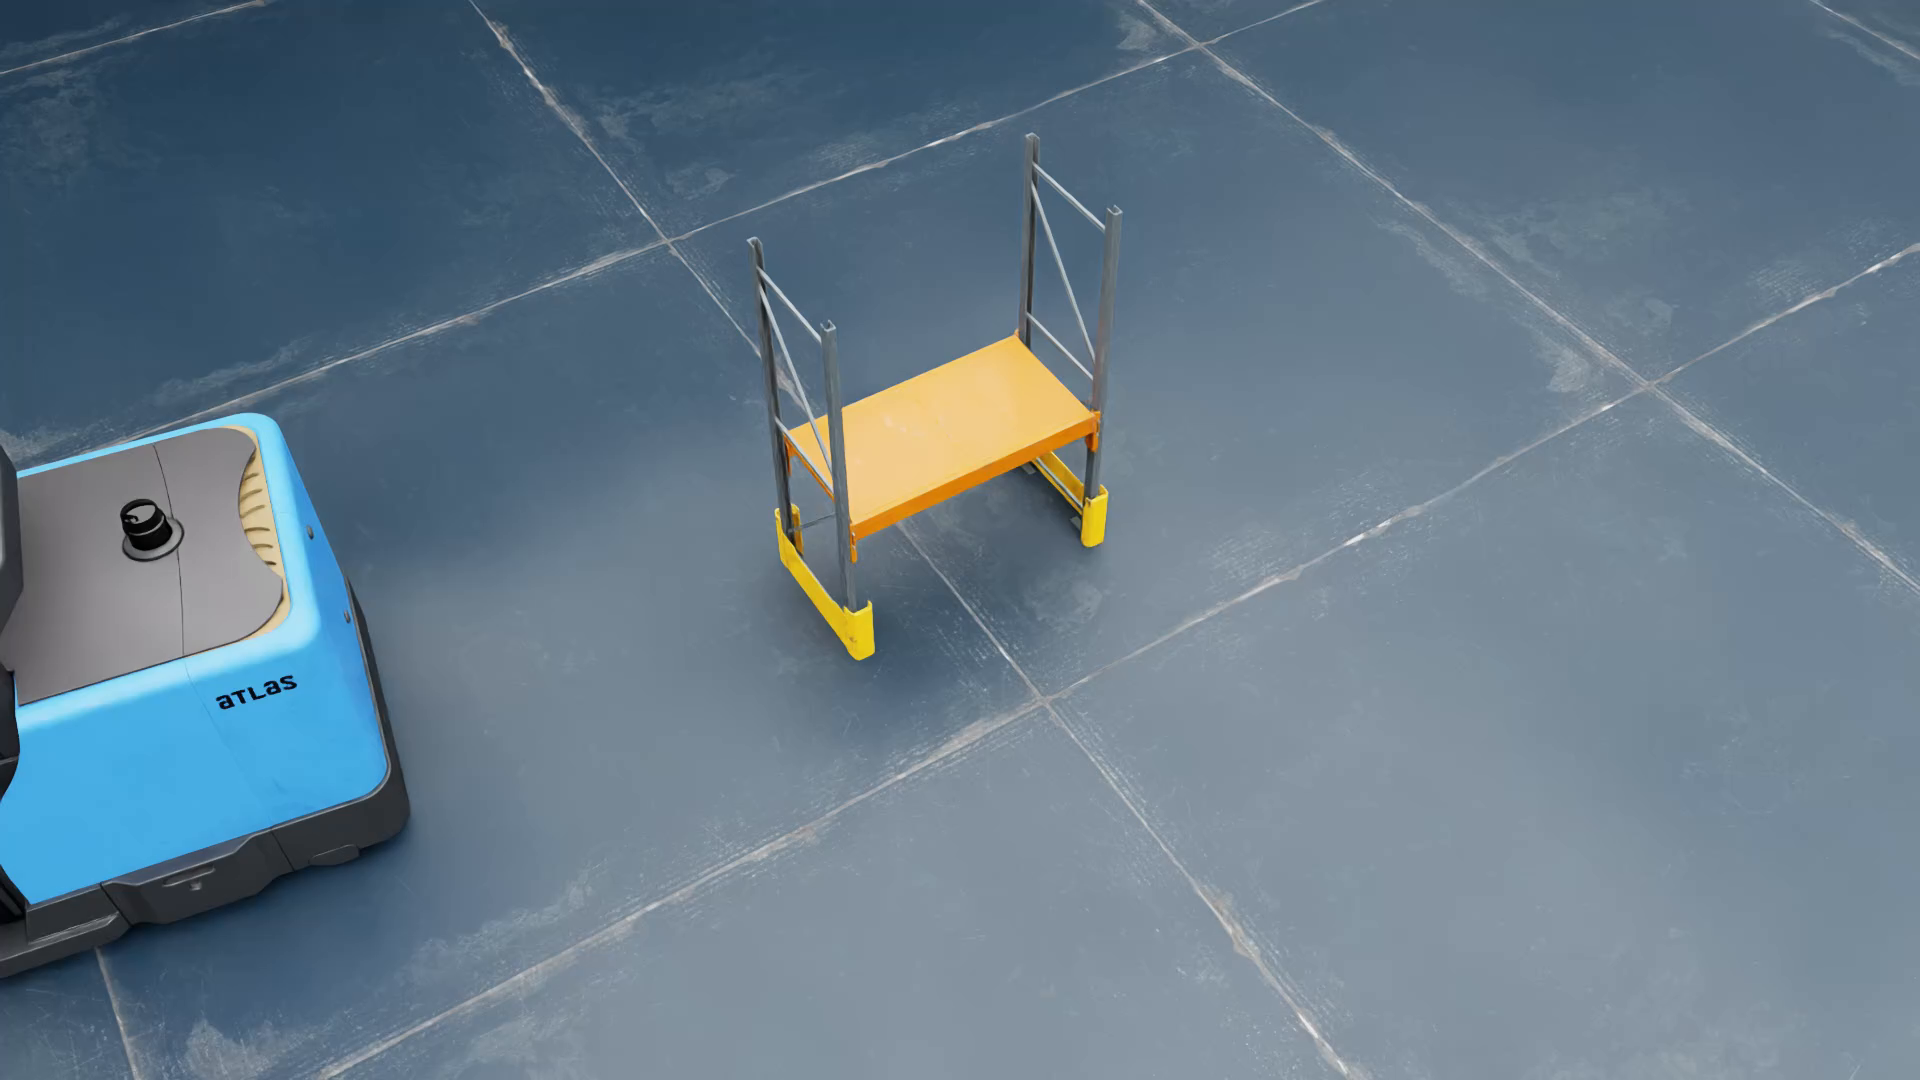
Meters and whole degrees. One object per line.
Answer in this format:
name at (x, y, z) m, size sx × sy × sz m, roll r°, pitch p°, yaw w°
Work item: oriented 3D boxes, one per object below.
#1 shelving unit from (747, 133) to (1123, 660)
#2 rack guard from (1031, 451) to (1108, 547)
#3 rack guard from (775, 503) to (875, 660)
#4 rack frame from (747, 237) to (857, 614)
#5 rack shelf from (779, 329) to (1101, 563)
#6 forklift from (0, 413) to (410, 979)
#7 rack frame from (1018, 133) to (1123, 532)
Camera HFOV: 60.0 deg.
shelving unit at (-0.064, -0.468, 5.663) m, size 1.083 × 1.500 × 0.587 m, roll -25°, pitch 53°, yaw -21°
rack guard at (0.357, -0.251, 6.306) m, size 0.087 × 0.250 × 0.587 m, roll -25°, pitch 53°, yaw -21°
rack guard at (-0.486, 0.146, 5.953) m, size 0.087 × 0.250 × 0.587 m, roll -25°, pitch 53°, yaw -21°
rack frame at (-0.502, -0.262, 5.479) m, size 0.032 × 1.500 × 0.500 m, roll -25°, pitch 53°, yaw -21°
rack shelf at (-0.072, -0.345, 5.794) m, size 1.000 × 0.185 × 0.538 m, roll -25°, pitch 53°, yaw -21°
forklift at (-3.343, 0.083, 4.213) m, size 3.031 × 2.935 × 1.130 m, roll -18°, pitch 51°, yaw -15°
rack frame at (0.358, -0.667, 5.840) m, size 0.032 × 1.500 × 0.500 m, roll -25°, pitch 53°, yaw -21°
